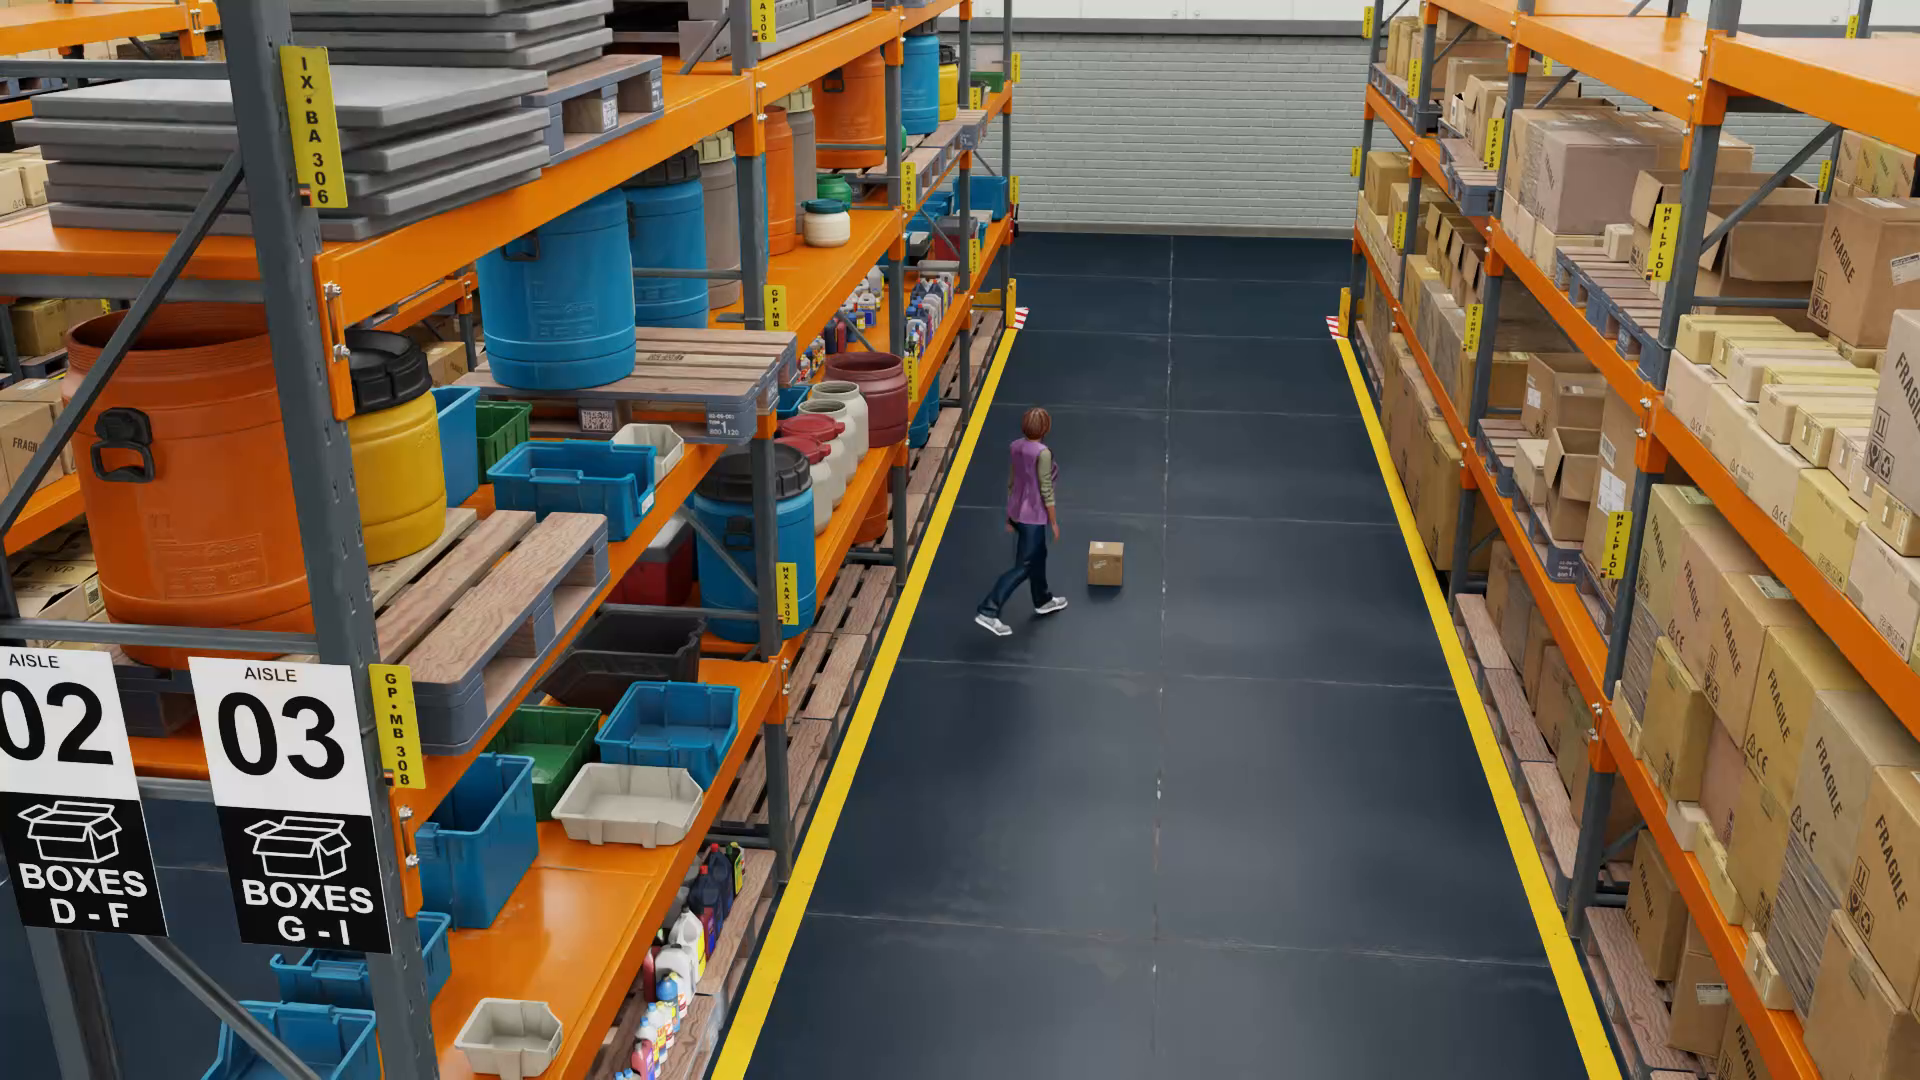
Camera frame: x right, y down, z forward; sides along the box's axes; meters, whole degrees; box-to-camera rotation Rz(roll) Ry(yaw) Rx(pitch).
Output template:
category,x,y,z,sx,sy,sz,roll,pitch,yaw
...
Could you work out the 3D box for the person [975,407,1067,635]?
category,x,y,z,sx,sy,sz,roll,pitch,yaw
person,0.458,-0.138,11.445,0.867,1.567,0.466,-11,24,-26
